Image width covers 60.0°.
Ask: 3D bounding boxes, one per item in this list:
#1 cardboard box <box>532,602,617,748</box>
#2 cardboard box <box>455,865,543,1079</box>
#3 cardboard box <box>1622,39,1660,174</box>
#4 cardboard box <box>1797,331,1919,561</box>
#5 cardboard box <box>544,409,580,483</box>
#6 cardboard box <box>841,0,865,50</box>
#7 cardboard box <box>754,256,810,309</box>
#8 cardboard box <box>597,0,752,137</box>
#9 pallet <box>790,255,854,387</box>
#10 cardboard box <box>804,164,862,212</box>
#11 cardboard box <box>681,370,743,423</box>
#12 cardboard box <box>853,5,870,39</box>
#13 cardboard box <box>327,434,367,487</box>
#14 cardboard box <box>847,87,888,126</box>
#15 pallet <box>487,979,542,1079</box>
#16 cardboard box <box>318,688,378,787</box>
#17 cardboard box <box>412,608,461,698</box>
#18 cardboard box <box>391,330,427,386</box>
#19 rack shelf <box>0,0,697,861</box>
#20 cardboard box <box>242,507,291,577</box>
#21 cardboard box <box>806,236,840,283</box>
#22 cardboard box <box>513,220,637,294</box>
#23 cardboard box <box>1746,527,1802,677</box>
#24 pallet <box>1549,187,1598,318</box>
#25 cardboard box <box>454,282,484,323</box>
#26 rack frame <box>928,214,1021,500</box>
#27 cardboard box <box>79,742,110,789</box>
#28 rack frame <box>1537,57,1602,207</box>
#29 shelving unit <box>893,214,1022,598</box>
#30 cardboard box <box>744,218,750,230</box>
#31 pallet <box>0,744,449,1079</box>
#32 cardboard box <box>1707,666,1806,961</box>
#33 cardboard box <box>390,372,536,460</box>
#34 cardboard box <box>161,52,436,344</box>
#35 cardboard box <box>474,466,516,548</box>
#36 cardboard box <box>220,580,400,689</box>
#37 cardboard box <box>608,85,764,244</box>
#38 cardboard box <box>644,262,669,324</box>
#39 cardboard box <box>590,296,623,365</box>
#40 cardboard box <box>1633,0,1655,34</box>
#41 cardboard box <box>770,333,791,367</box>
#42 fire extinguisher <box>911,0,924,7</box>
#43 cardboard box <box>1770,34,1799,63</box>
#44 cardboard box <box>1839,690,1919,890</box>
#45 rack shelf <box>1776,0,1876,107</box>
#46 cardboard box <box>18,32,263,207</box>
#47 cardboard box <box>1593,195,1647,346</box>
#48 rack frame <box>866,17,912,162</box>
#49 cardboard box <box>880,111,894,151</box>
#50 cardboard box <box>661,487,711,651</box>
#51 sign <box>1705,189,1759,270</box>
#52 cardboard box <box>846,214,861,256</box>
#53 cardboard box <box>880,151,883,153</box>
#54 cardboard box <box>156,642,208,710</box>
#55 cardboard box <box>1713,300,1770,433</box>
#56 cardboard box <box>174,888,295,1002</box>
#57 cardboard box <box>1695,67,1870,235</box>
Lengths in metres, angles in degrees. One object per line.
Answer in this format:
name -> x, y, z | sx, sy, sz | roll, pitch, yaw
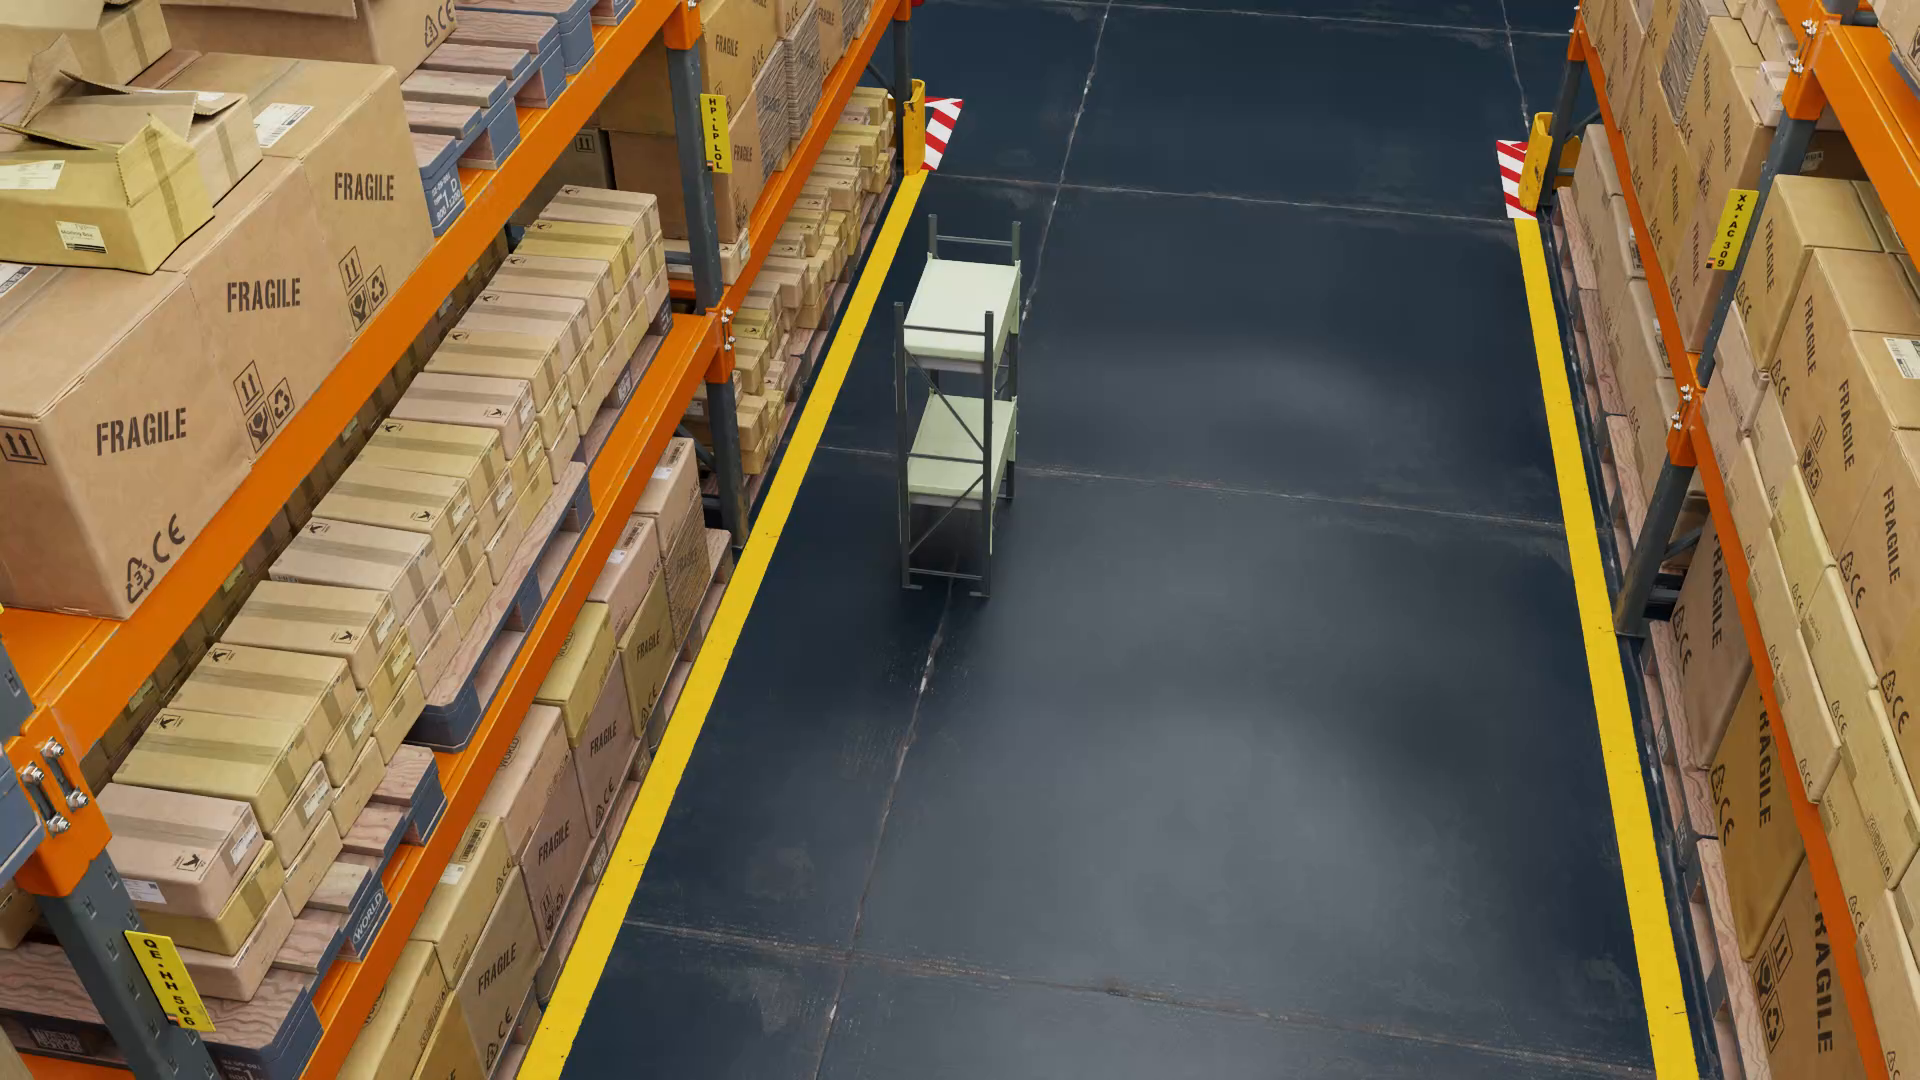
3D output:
cardboard box -> -1.559, 0.462, 5.977 | 0.500, 0.250, 0.500 | 5, 40, 6
cardboard box -> -1.735, 1.380, 5.455 | 0.500, 0.500, 0.500 | 7, 40, 8
cardboard box -> 3.483, -2.043, 7.885 | 0.500, 0.500, 0.500 | 8, 40, 9
cardboard box -> 2.884, -0.260, 4.944 | 0.500, 0.500, 0.500 | 5, 40, 7
cardboard box -> -1.549, -0.342, 5.774 | 0.380, 0.149, 0.250 | 5, 40, 6
cardboard box -> -0.804, -2.911, 8.702 | 0.500, 0.500, 0.500 | 7, 40, 8
cardboard box -> -0.988, -1.333, 8.546 | 0.380, 0.149, 0.250 | 7, 40, 9
cardboard box -> -1.182, -1.995, 6.809 | 0.500, 0.500, 0.500 | 7, 40, 9
pallet -> -1.210, -1.318, 9.276 | 1.003, 0.211, 1.213 | 6, 40, 8
cardboard box -> -0.768, -1.984, 9.334 | 0.380, 0.149, 0.250 | 8, 40, 9
cardboard box -> -1.236, -0.686, 7.763 | 0.380, 0.149, 0.250 | 8, 40, 9
cardboard box -> -0.715, -2.904, 9.202 | 0.380, 0.149, 0.250 | 7, 40, 9
cardboard box -> -2.242, -0.248, 5.661 | 0.380, 0.149, 0.250 | 6, 40, 7
cardboard box -> -0.650, -2.642, 10.130 | 0.380, 0.149, 0.250 | 7, 40, 8
pallet -> -2.055, 1.895, 5.389 | 1.003, 0.211, 1.213 | 6, 40, 8
cardboard box -> -1.823, 0.511, 4.508 | 0.380, 0.149, 0.250 | 5, 40, 6
cardboard box -> -1.734, 0.312, 4.983 | 0.380, 0.149, 0.250 | 8, 40, 9
cardboard box -> -2.153, -0.695, 5.967 | 0.380, 0.149, 0.250 | 5, 40, 6
rack shelf -> -1.846, -0.823, 4.699 | 1.077, 0.370, 4.000 | 6, 40, 8
cardboard box -> -2.334, -0.039, 5.174 | 0.380, 0.149, 0.250 | 7, 40, 9
cardboard box -> -0.866, -1.538, 9.027 | 0.380, 0.149, 0.250 | 7, 40, 8
cardboard box -> -1.423, -1.052, 6.166 | 0.380, 0.149, 0.250 | 5, 40, 6
cardboard box -> 2.864, 0.232, 5.330 | 0.500, 0.250, 0.500 | 6, 40, 7
pallet -> 4.024, -1.643, 9.668 | 1.003, 0.211, 1.213 | 6, 40, 8
cardboard box -> -2.063, -0.894, 6.441 | 0.380, 0.149, 0.250 | 7, 40, 8
rack frame -> 0.062, -0.804, 7.642 | 0.400, 1.500, 0.023 | 6, 40, 8
cardboard box -> -2.510, 0.603, 4.398 | 0.380, 0.149, 0.250 | 8, 40, 9
rack frame -> 4.085, -3.228, 9.397 | 1.000, 3.000, 0.127 | 6, 40, 8
shelving unit -> -0.001, -0.574, 7.364 | 0.431, 1.500, 0.755 | 6, 40, 8
cardboard box -> -1.157, -1.415, 7.401 | 0.380, 0.149, 0.250 | 7, 40, 9
pallet -> -2.174, 0.925, 4.524 | 1.213, 0.211, 1.003 | 6, 40, 8
cardboard box -> 3.216, 0.905, 5.736 | 0.875, 0.875, 0.875 | 7, 40, 9
cardboard box -> -1.603, -0.403, 5.381 | 0.380, 0.149, 0.250 | 5, 40, 6
cardboard box -> -1.670, -0.842, 4.079 | 0.500, 0.500, 0.500 | 6, 40, 8
cardboard box -> -1.646, -0.128, 5.282 | 0.380, 0.149, 0.250 | 8, 40, 9
cardboard box -> -1.784, 0.259, 4.580 | 0.380, 0.149, 0.250 | 5, 40, 6
cardboard box -> -1.166, -1.636, 7.160 | 0.500, 0.500, 0.500 | 6, 40, 7
cardboard box -> -1.374, -0.994, 6.562 | 0.380, 0.149, 0.250 | 6, 40, 7
cardboard box -> -1.464, -0.787, 6.079 | 0.380, 0.149, 0.250 | 8, 40, 10
cardboard box -> 3.558, -2.733, 7.935 | 0.500, 0.500, 0.500 | 6, 40, 7
cardboard box -> -1.088, -0.950, 8.549 | 0.380, 0.149, 0.250 | 6, 40, 7
fire extinguisher -> -0.310, -3.644, 10.253 | 0.296, 0.674, 0.183 | 6, 40, 8
cardboard box -> 3.285, -1.773, 6.265 | 0.380, 0.149, 0.250 | 7, 40, 9
cardboard box -> 2.688, 0.680, 4.395 | 0.500, 0.250, 0.500 | 5, 40, 7
rack shelf -> 3.739, -2.851, 7.152 | 1.077, 0.370, 4.000 | 6, 40, 8
cardboard box -> -1.756, -0.891, 3.537 | 0.396, 0.266, 0.258 | 6, 40, 8
cardboard box -> 3.919, -1.402, 8.869 | 0.875, 0.438, 0.875 | 7, 40, 9
rack frame -> -0.808, -3.710, 9.980 | 1.000, 3.000, 0.127 | 6, 40, 8
cardboard box -> -0.618, -2.525, 10.221 | 0.380, 0.149, 0.250 | 5, 40, 6
cardboard box -> -1.380, 0.094, 7.011 | 0.500, 0.500, 0.500 | 6, 40, 7
sign -> 2.846, -1.142, 6.132 | 0.100, 0.325, 0.005 | 6, 40, 8
cardboard box -> -0.781, -1.768, 9.539 | 0.380, 0.149, 0.250 | 5, 40, 6
cardboard box -> -0.693, -2.420, 10.327 | 0.380, 0.149, 0.250 | 7, 40, 8
cardboard box -> -2.424, 0.412, 4.862 | 0.380, 0.149, 0.250 | 6, 40, 7
cardboard box -> 3.039, -0.607, 5.953 | 0.500, 0.250, 0.500 | 5, 40, 6
cardboard box -> -1.916, 0.987, 4.167 | 0.380, 0.149, 0.250 | 6, 40, 7
cardboard box -> 3.203, -1.468, 6.405 | 0.500, 0.500, 0.500 | 6, 40, 7
